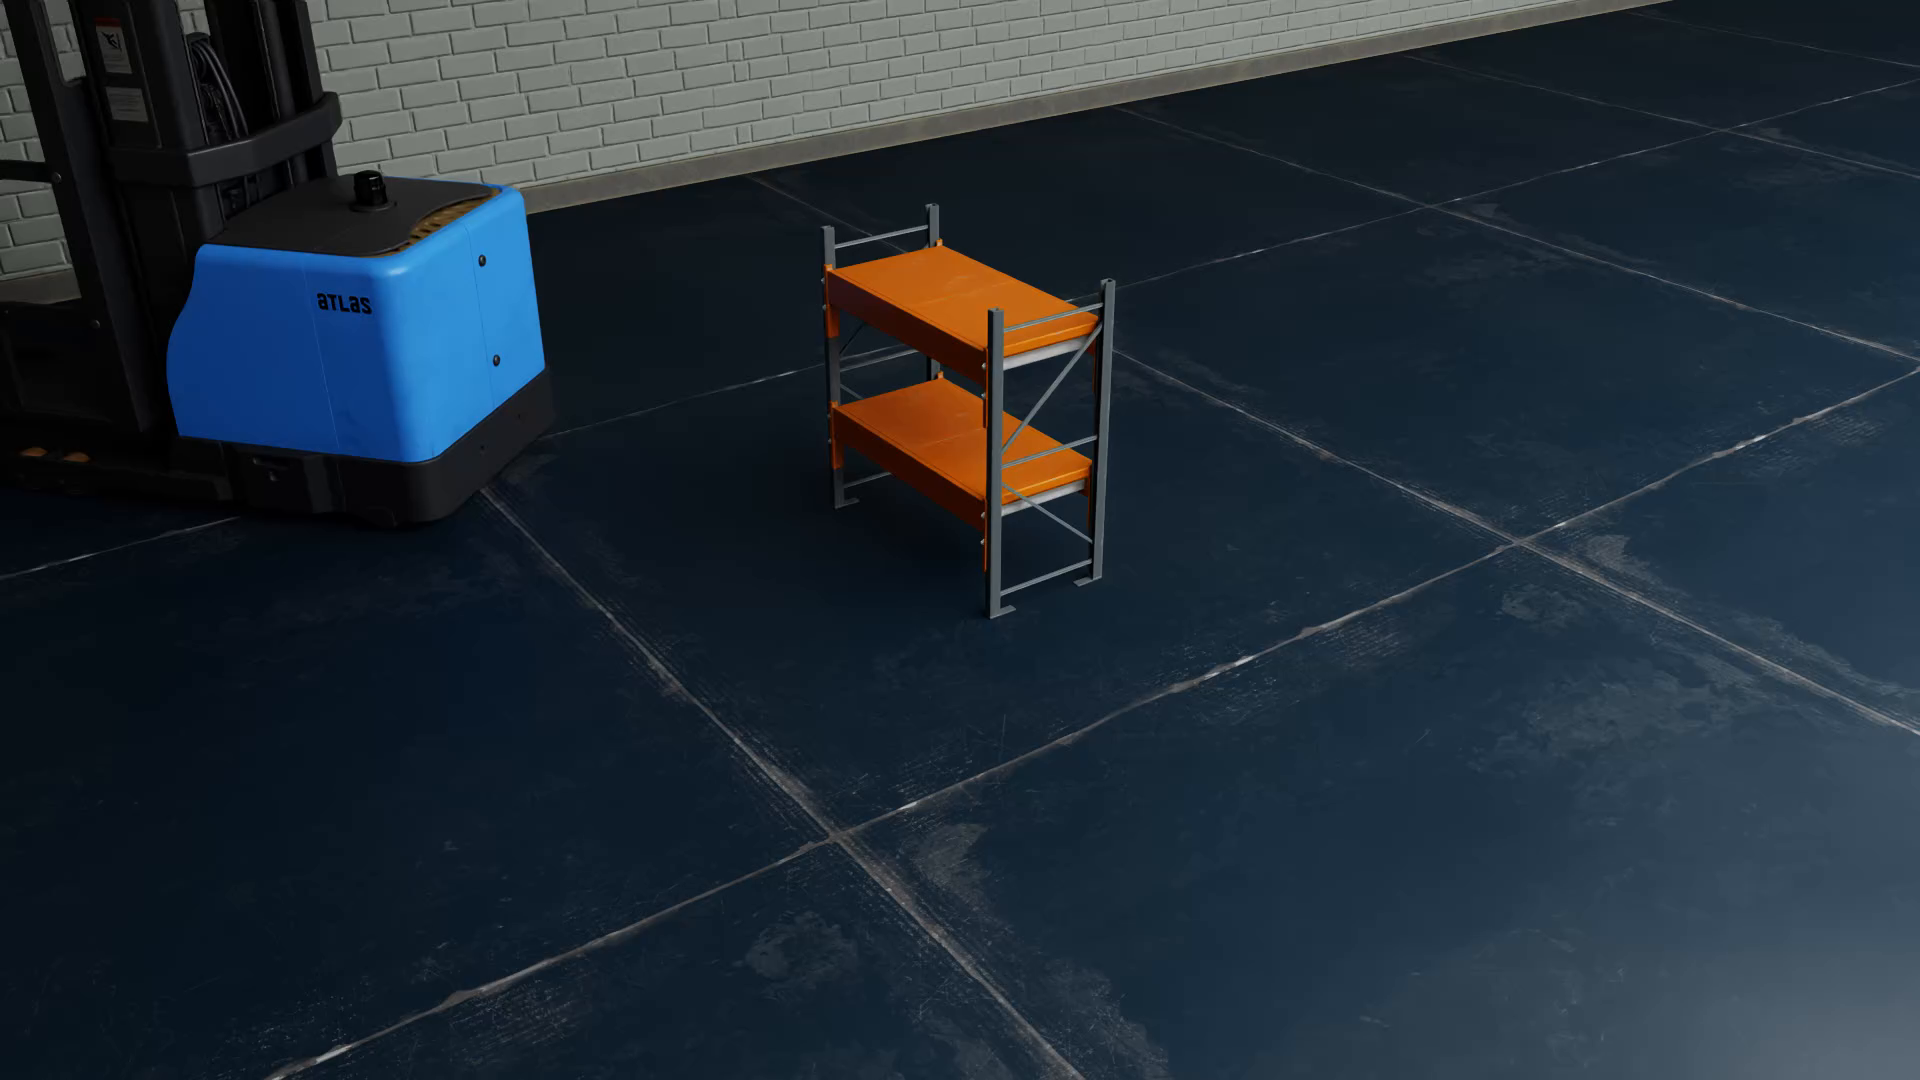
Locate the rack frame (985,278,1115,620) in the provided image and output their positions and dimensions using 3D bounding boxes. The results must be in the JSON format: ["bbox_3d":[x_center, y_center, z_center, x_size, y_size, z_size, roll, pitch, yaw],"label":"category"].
[{"bbox_3d":[0.299,-0.294,5.613,0.500,1.125,0.032,-19,34,-31],"label":"rack frame"}]

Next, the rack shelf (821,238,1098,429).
[{"bbox_3d":[0.004,-0.749,5.837,0.538,0.278,1.000,-19,34,-31],"label":"rack shelf"}]

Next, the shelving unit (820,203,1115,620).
[{"bbox_3d":[0.004,-0.492,5.977,0.538,1.125,1.048,-19,34,-31],"label":"shelving unit"}]

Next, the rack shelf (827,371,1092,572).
[{"bbox_3d":[0.004,-0.277,6.093,0.538,0.278,1.000,-19,34,-31],"label":"rack shelf"}]

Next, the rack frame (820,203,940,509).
[{"bbox_3d":[-0.291,-0.689,6.341,0.500,1.125,0.032,-19,34,-31],"label":"rack frame"}]

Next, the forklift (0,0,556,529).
[{"bbox_3d":[-3.285,-1.701,6.312,3.031,2.935,1.130,7,29,13],"label":"forklift"}]
